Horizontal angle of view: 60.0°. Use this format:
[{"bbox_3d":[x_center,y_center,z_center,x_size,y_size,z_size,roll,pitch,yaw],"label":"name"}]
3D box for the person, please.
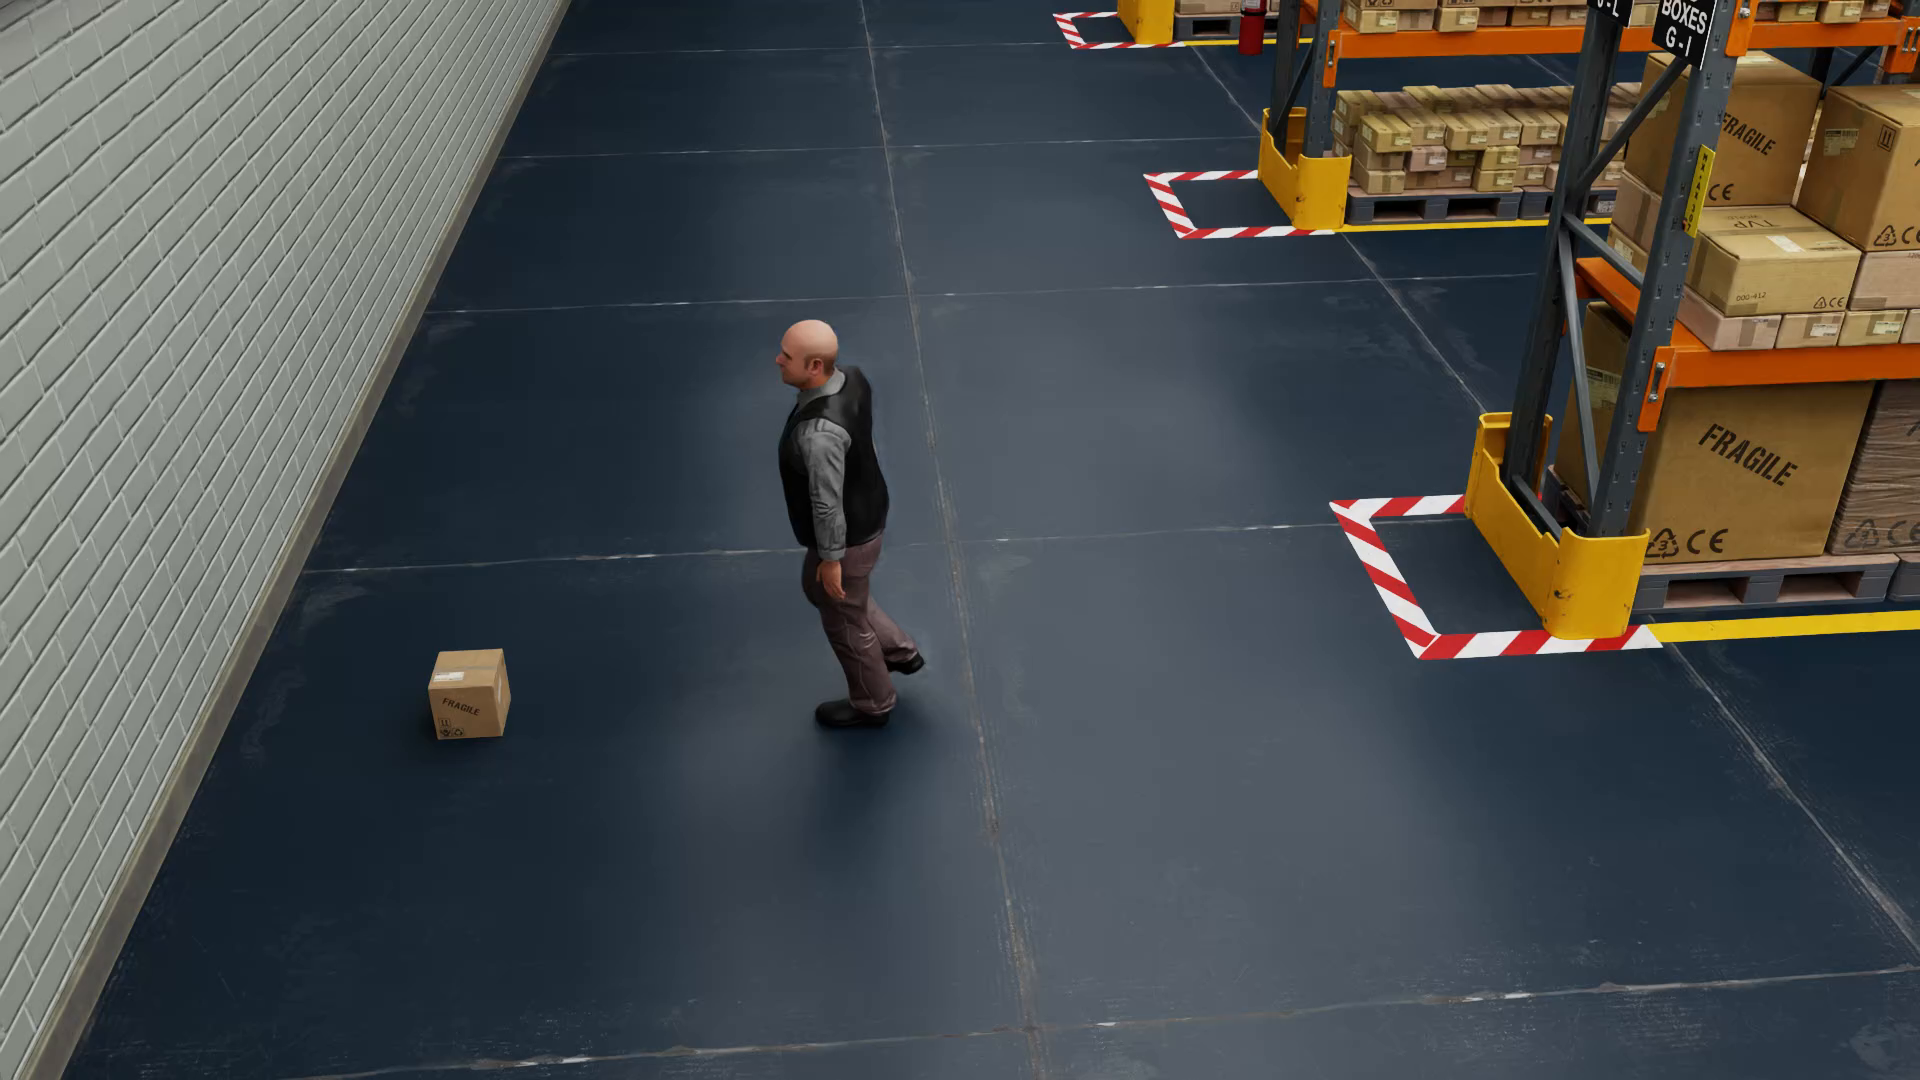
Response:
[{"bbox_3d":[-0.398,-0.032,6.194,0.490,1.714,0.583,3,31,6],"label":"person"}]
